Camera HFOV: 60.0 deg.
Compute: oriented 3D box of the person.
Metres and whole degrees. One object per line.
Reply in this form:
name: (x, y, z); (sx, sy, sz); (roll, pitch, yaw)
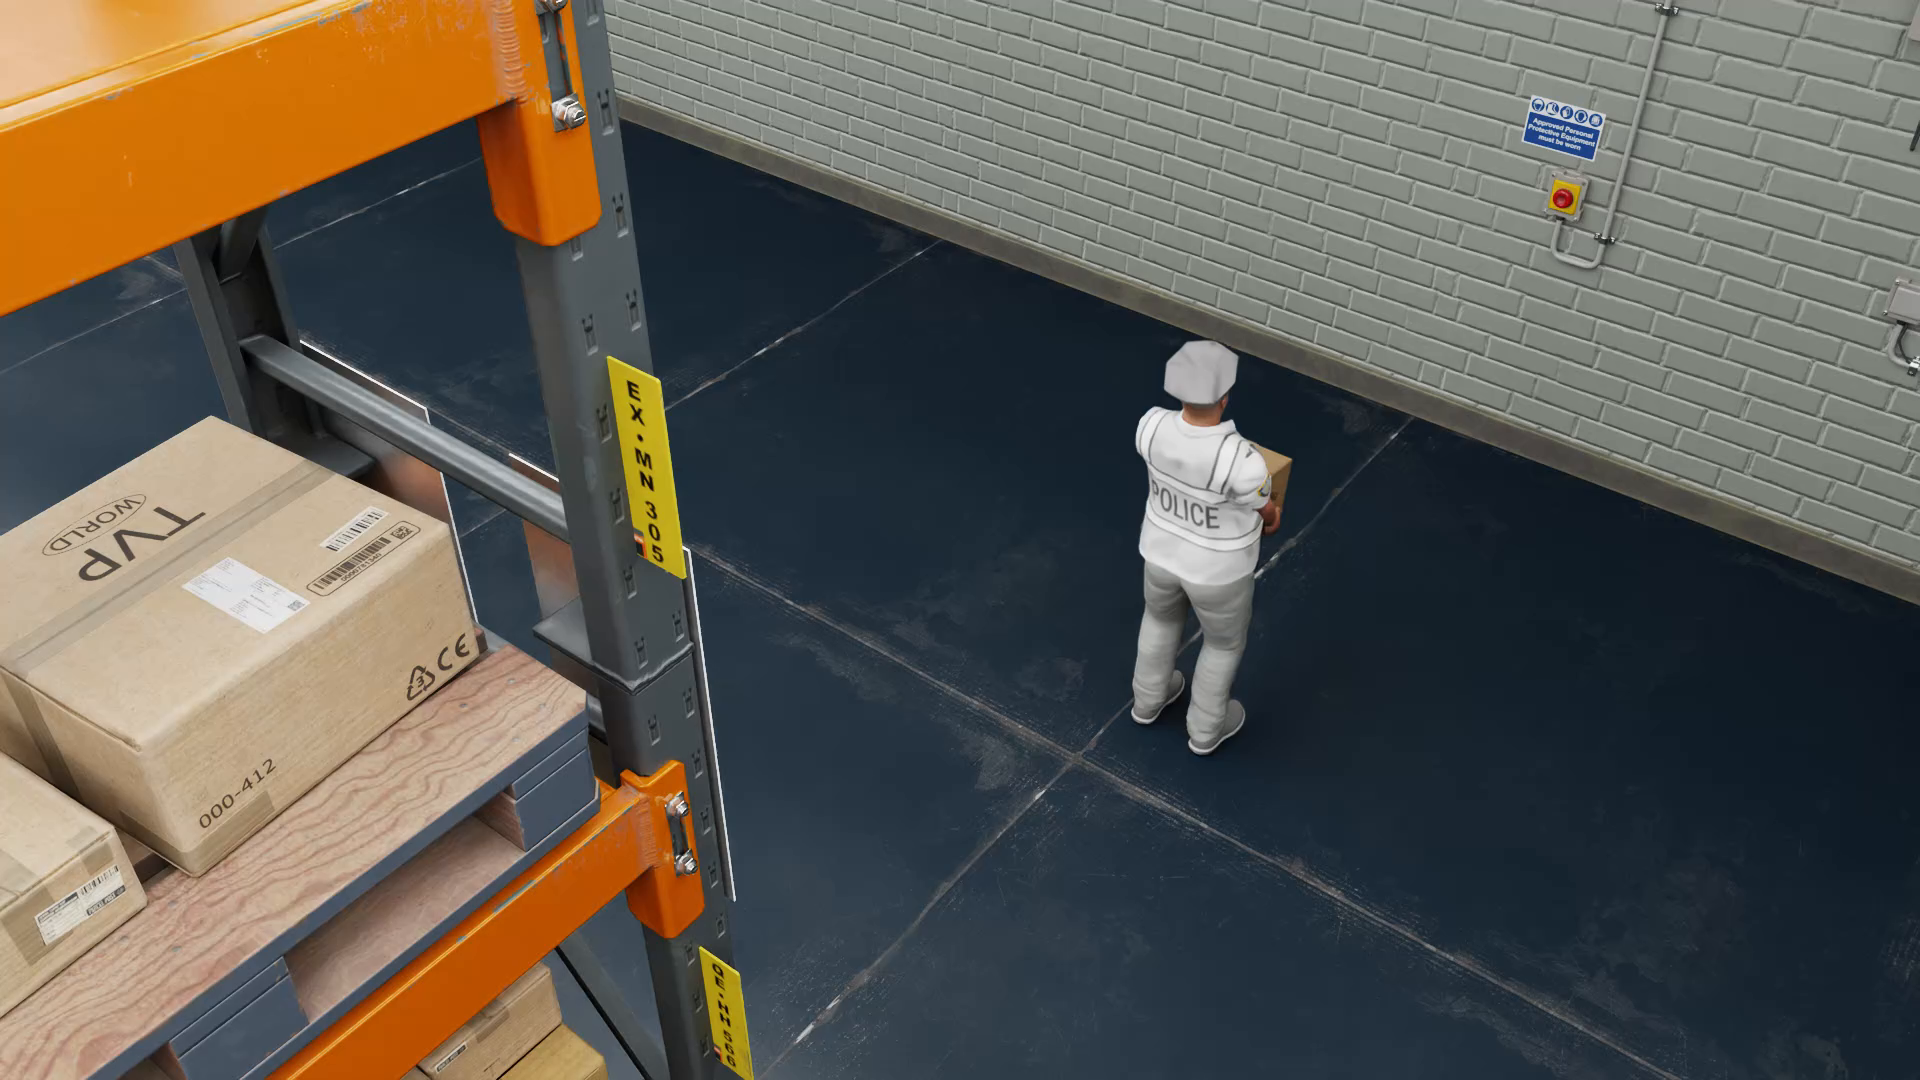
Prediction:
person: (0.913, -0.004, 6.135); (0.495, 1.770, 0.562); (26, 45, 28)
